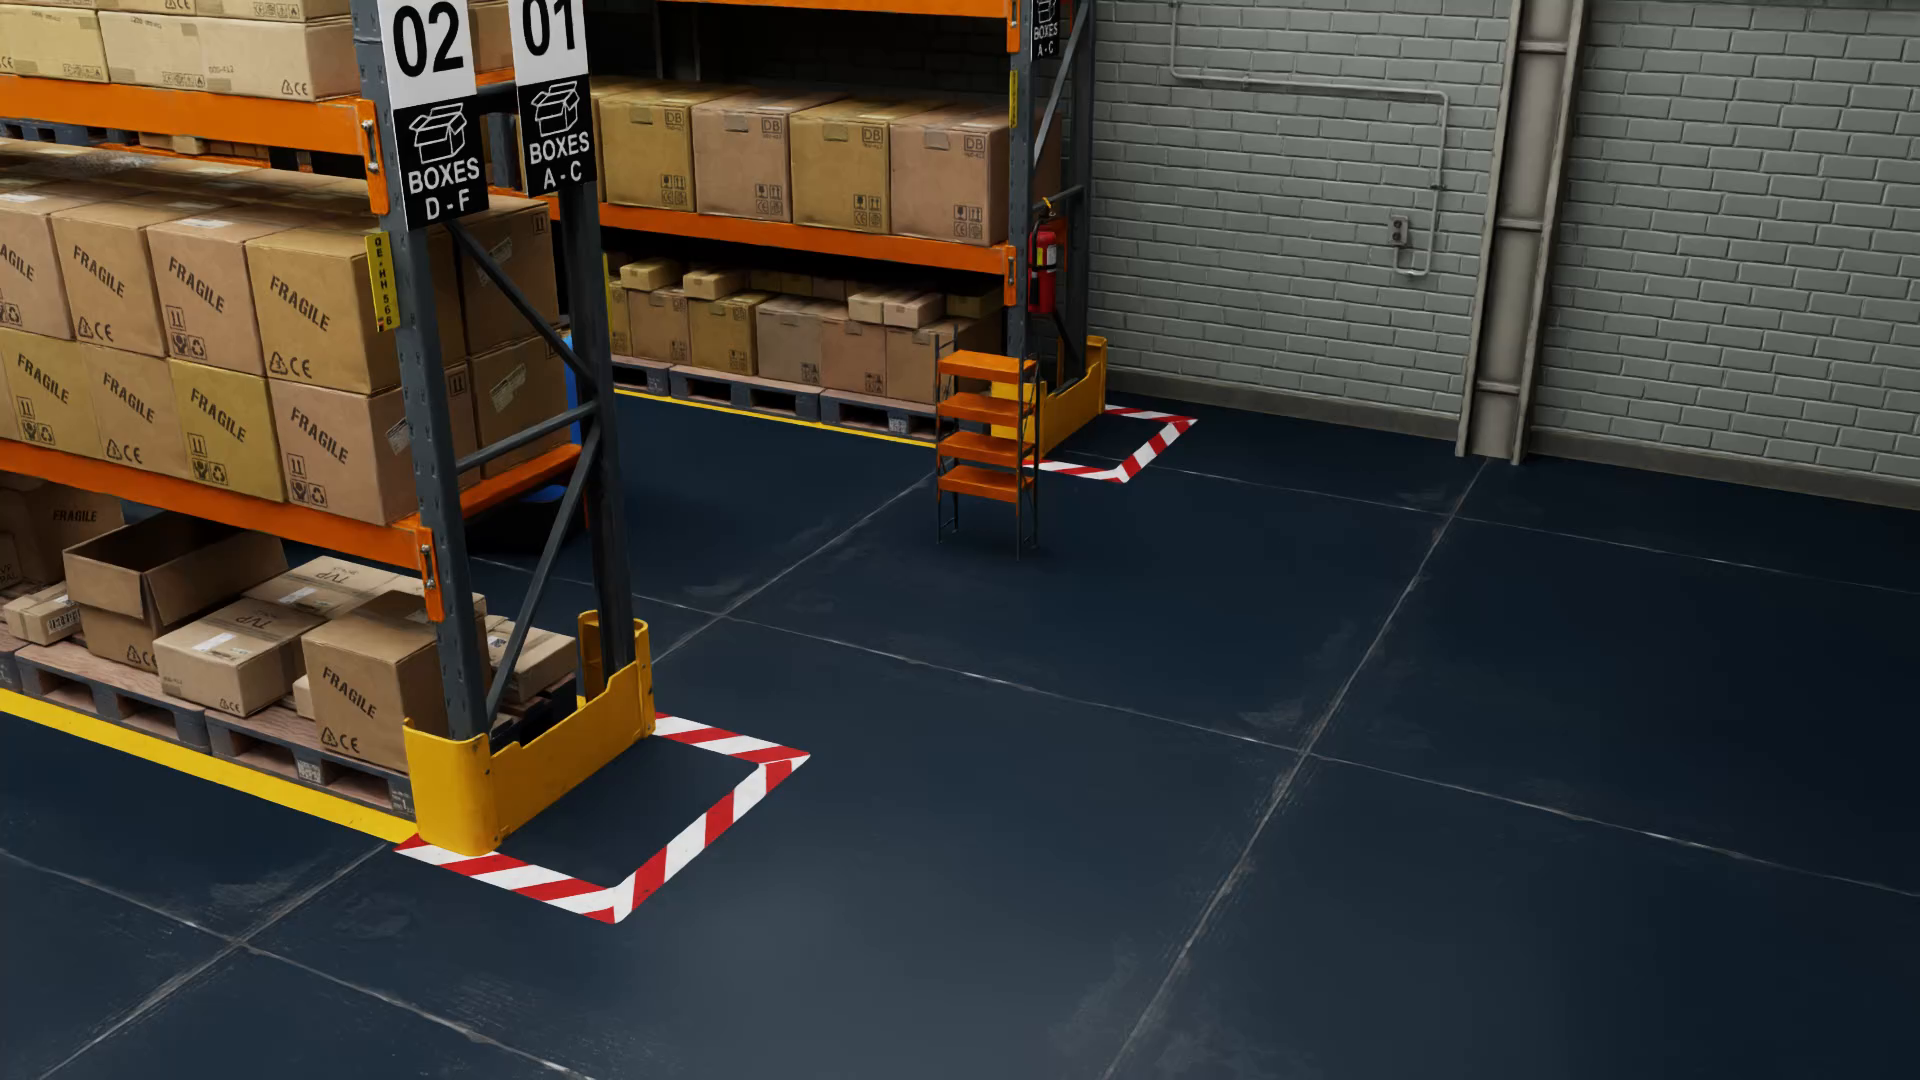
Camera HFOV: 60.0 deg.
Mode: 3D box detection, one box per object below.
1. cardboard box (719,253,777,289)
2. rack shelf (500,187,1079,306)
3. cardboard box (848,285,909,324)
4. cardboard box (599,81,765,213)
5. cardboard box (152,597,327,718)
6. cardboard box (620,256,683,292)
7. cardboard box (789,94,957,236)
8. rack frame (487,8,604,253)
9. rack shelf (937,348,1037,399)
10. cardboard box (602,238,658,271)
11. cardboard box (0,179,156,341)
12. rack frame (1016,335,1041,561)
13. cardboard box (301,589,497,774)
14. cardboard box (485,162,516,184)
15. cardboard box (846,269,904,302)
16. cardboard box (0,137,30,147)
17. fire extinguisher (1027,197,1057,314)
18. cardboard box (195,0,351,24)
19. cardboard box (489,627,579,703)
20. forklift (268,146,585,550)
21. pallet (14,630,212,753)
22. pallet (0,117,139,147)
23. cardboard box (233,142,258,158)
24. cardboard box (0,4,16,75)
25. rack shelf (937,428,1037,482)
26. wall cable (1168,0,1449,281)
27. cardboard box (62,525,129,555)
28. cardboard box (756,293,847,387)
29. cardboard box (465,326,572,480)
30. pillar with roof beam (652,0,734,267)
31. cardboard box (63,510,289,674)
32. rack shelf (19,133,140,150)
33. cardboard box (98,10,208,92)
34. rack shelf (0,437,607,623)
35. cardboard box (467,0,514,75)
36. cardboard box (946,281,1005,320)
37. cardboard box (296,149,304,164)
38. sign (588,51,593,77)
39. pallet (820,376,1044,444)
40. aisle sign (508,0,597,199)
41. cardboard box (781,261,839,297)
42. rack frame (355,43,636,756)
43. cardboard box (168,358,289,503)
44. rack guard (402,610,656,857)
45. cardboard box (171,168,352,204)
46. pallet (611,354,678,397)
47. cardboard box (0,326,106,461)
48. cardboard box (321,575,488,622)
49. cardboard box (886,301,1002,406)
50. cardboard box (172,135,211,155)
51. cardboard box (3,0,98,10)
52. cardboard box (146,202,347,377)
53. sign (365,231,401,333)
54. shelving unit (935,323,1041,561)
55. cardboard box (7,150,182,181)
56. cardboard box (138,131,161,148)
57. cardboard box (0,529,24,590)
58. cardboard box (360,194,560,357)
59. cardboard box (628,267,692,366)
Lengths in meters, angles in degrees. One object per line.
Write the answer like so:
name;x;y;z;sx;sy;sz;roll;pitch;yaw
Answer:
cardboard box;-1.487;-1.897;11.707;0.250;0.149;0.380;11;26;25
rack shelf;-1.215;-2.128;11.341;4.000;0.370;1.077;11;25;25
cardboard box;-0.525;-1.540;10.867;0.250;0.149;0.380;12;26;26
cardboard box;-1.874;-2.718;11.426;0.700;0.700;0.980;11;25;23
cardboard box;-3.092;0.499;7.194;0.500;0.250;0.500;11;25;25
cardboard box;-2.155;-1.862;11.624;0.250;0.149;0.380;12;26;26
cardboard box;-0.544;-2.455;10.807;0.700;0.700;0.980;11;25;24
rack frame;-3.000;-2.812;12.030;0.127;3.000;1.000;11;25;25
rack shelf;0.148;-0.885;8.793;0.480;0.148;0.258;11;25;25
cardboard box;-2.418;-2.081;12.139;0.250;0.149;0.380;11;25;24
cardboard box;-3.557;-1.134;6.677;0.500;0.500;0.500;12;26;26
rack frame;0.365;-0.480;8.845;0.015;1.200;0.240;11;25;25
cardboard box;-2.258;0.562;6.726;0.500;0.500;0.500;11;25;25
cardboard box;-3.429;-2.667;11.984;0.250;0.149;0.380;11;26;25
cardboard box;-0.573;-1.718;11.284;0.250;0.149;0.380;11;26;25
cardboard box;-4.663;-1.589;7.748;0.500;0.500;0.500;11;26;25
fire extinguisher;0.497;-1.711;10.016;0.183;0.674;0.296;11;25;25
cardboard box;-2.235;-1.918;5.648;0.500;0.250;0.500;11;25;25
cardboard box;-1.880;0.540;7.228;0.250;0.149;0.380;11;25;25
forklift;-3.597;-1.542;9.131;3.031;2.935;1.130;3;23;7
pallet;-3.526;0.538;7.715;1.213;0.211;1.003;11;25;25
pallet;-7.253;-3.519;13.937;1.003;0.211;1.213;11;25;25
cardboard box;-5.444;-3.105;13.014;0.250;0.149;0.380;12;26;26
cardboard box;-3.571;-1.955;6.373;0.500;0.250;0.500;11;25;25
rack shelf;0.148;-0.461;8.973;0.480;0.148;0.258;11;25;25
wall cable;2.140;-2.678;10.416;1.851;1.984;0.084;11;25;25
cardboard box;-4.233;0.075;8.323;0.250;0.149;0.380;11;25;25
cardboard box;-0.995;-1.415;11.401;0.500;0.500;0.700;10;25;23
cardboard box;-1.939;-0.592;6.681;0.500;0.500;0.500;12;26;26
pillar with roof beam;-3.927;-4.248;7.741;0.400;9.000;9.100;11;25;25
cardboard box;-3.552;0.195;7.587;0.637;0.503;0.797;11;25;25
rack shelf;-8.354;-3.541;14.663;4.000;0.370;1.077;11;25;25
cardboard box;-2.680;-1.777;5.956;0.500;0.250;0.500;11;25;25
rack shelf;-3.446;-0.398;7.271;4.000;0.370;1.077;11;25;25
cardboard box;-2.005;-1.866;6.164;0.500;0.250;0.500;11;25;25
cardboard box;0.102;-1.584;10.971;0.250;0.149;0.380;11;26;25
cardboard box;-5.006;-3.006;12.782;0.250;0.149;0.380;11;26;25
sign;-2.750;-3.441;12.302;0.005;0.325;0.100;11;25;25
pallet;-0.179;-0.937;11.183;1.213;0.211;1.003;11;25;25
aisle sign;-1.468;-1.662;6.004;0.004;0.787;0.394;11;25;25
cardboard box;-1.030;-1.807;11.495;0.250;0.149;0.380;11;26;25
rack frame;-1.662;-0.375;6.300;0.127;3.000;1.000;11;25;25
cardboard box;-2.649;-0.496;6.455;0.500;0.500;0.500;11;26;25
rack guard;-1.729;0.761;6.821;0.348;0.500;1.175;11;25;25
cardboard box;-2.853;-1.232;6.908;0.500;0.500;0.500;12;26;25
pallet;-2.356;-1.368;12.196;1.213;0.211;1.003;11;25;25
cardboard box;-3.541;-0.675;6.876;0.500;0.500;0.500;11;25;24
cardboard box;-2.465;0.404;7.418;0.500;0.250;0.500;11;25;25
cardboard box;-0.100;-1.238;10.985;0.500;0.500;0.700;11;25;25
cardboard box;-5.960;-3.149;13.118;0.250;0.149;0.380;12;26;26
cardboard box;-3.126;-2.096;6.066;0.500;0.250;0.500;11;25;25
cardboard box;-2.634;-0.953;6.253;0.500;0.500;0.500;12;26;26
sign;-1.930;-0.863;5.564;0.005;0.325;0.100;11;25;25
shelving unit;0.148;-0.523;8.946;0.503;1.200;0.258;11;25;25
cardboard box;-3.755;-1.410;7.328;0.500;0.500;0.500;11;26;25
cardboard box;-6.380;-3.273;13.410;0.250;0.149;0.380;11;25;24
cardboard box;-4.954;0.103;8.049;0.500;0.311;0.500;11;25;25
cardboard box;-1.939;-1.052;6.485;0.500;0.500;0.500;12;26;26
cardboard box;-1.932;-1.598;11.831;0.500;0.500;0.700;11;25;24
